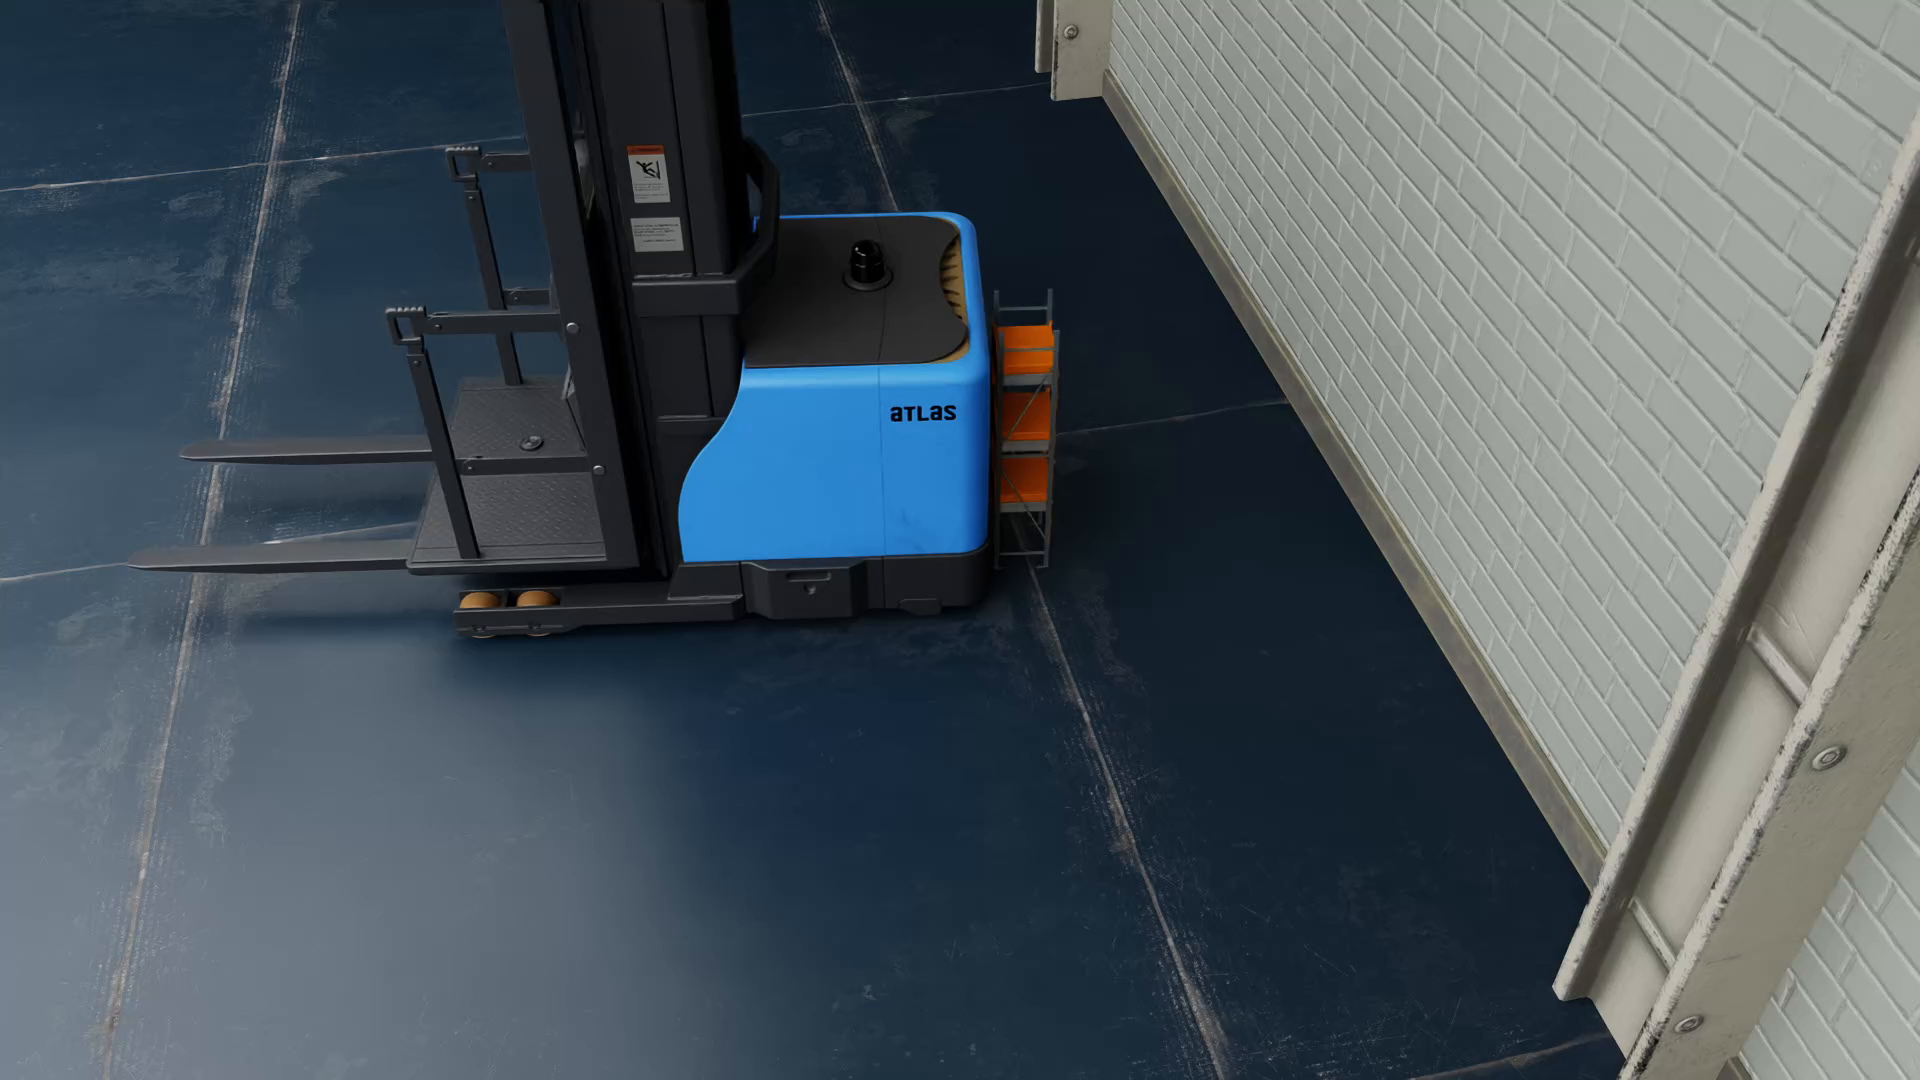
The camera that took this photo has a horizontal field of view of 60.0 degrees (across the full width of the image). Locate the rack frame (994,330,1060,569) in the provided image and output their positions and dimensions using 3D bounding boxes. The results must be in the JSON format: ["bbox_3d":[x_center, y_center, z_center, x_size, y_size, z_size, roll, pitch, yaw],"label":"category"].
[{"bbox_3d":[0.226,-0.290,5.785,0.200,1.050,0.008,-2,42,-2],"label":"rack frame"}]

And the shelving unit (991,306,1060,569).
[{"bbox_3d":[0.220,-0.370,5.876,0.215,1.050,0.249,-2,42,-2],"label":"shelving unit"}]

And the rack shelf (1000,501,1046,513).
[{"bbox_3d":[0.219,-0.192,6.035,0.166,0.050,0.221,-2,42,-2],"label":"rack shelf"}]

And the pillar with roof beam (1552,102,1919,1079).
[{"bbox_3d":[-2.303,-1.358,1.002,9.100,9.000,0.400,-8,42,-9],"label":"pillar with roof beam"}]

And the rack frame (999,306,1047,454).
[{"bbox_3d":[0.213,-0.452,5.968,0.190,0.915,0.003,-2,42,-2],"label":"rack frame"}]

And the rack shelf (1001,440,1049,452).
[{"bbox_3d":[0.220,-0.400,5.850,0.166,0.050,0.221,-2,42,-2],"label":"rack shelf"}]

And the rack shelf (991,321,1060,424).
[{"bbox_3d":[0.220,-0.575,5.695,0.215,0.259,0.240,-2,42,-2],"label":"rack shelf"}]
